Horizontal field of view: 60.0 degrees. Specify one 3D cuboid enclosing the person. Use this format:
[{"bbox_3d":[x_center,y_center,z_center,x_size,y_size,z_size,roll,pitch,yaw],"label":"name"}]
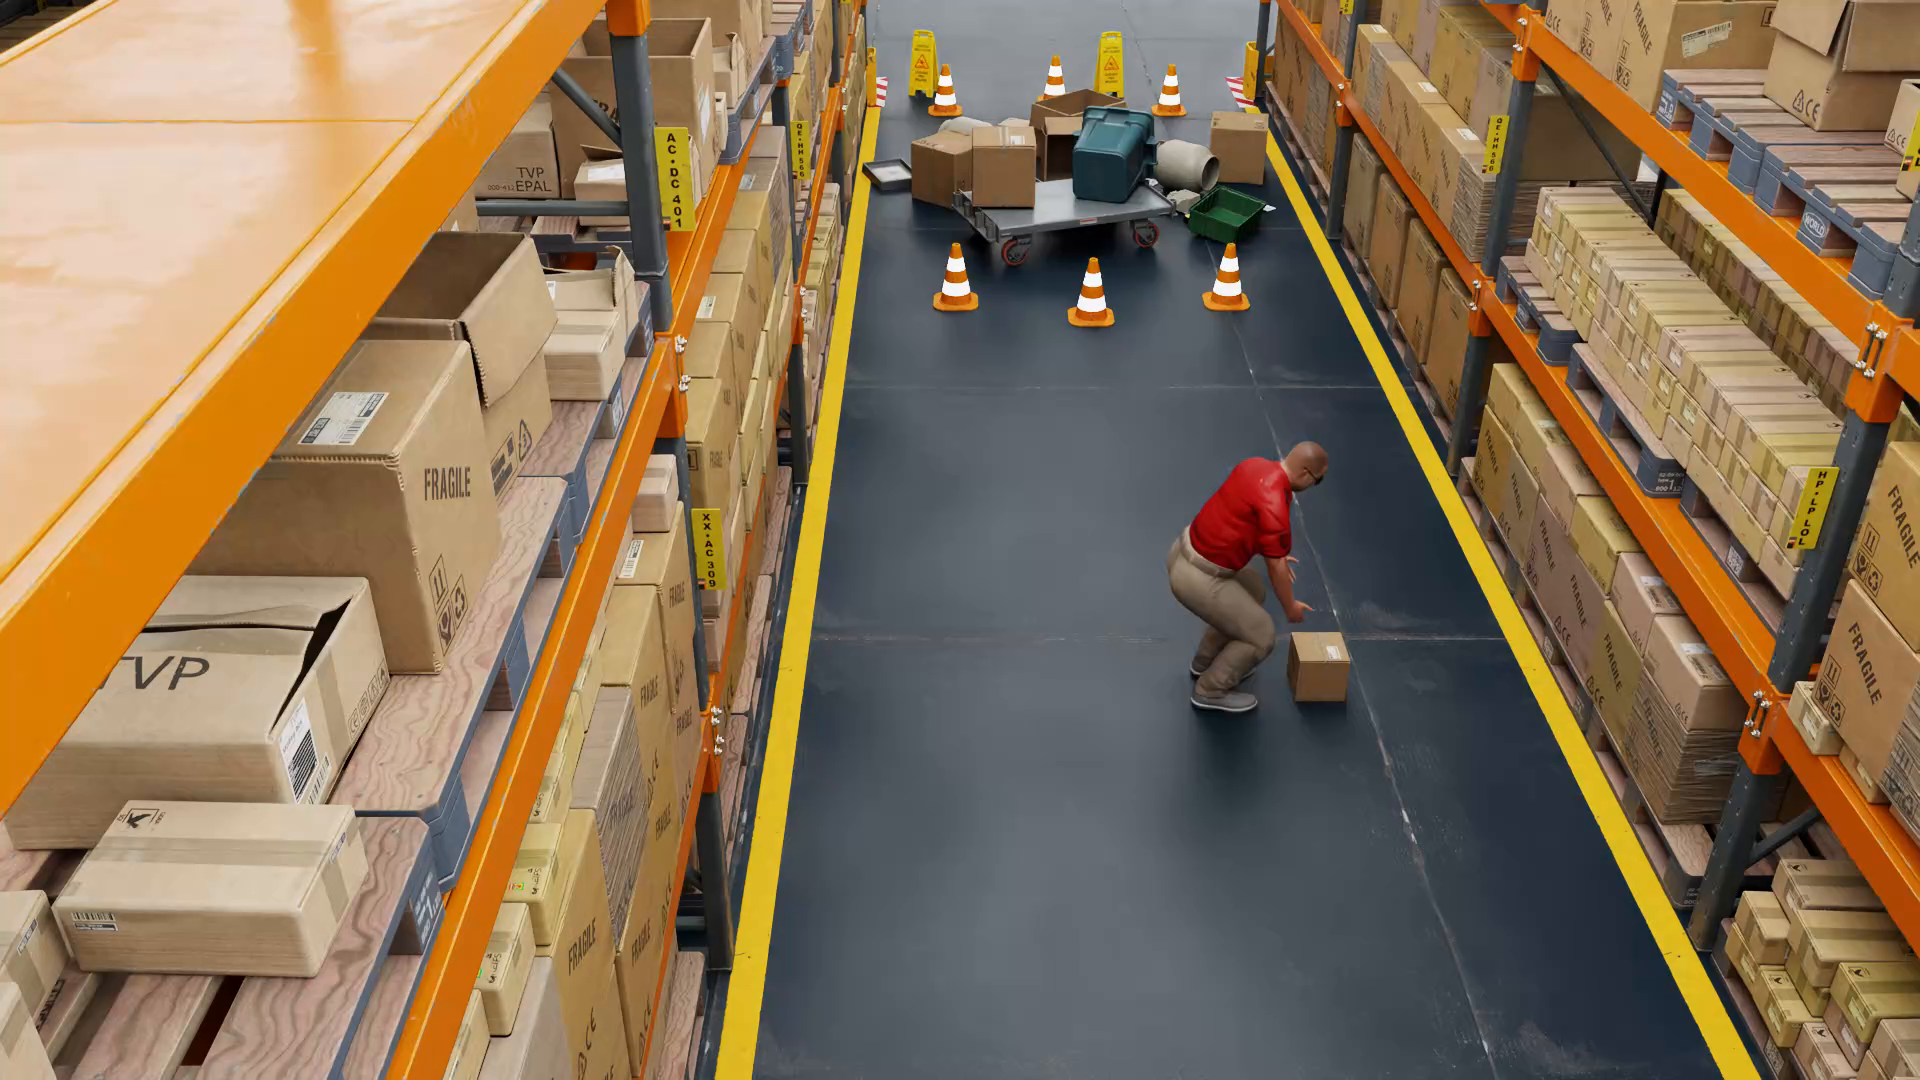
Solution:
[{"bbox_3d":[1.360,0.143,8.064,0.725,1.379,0.590,0,31,0],"label":"person"}]
